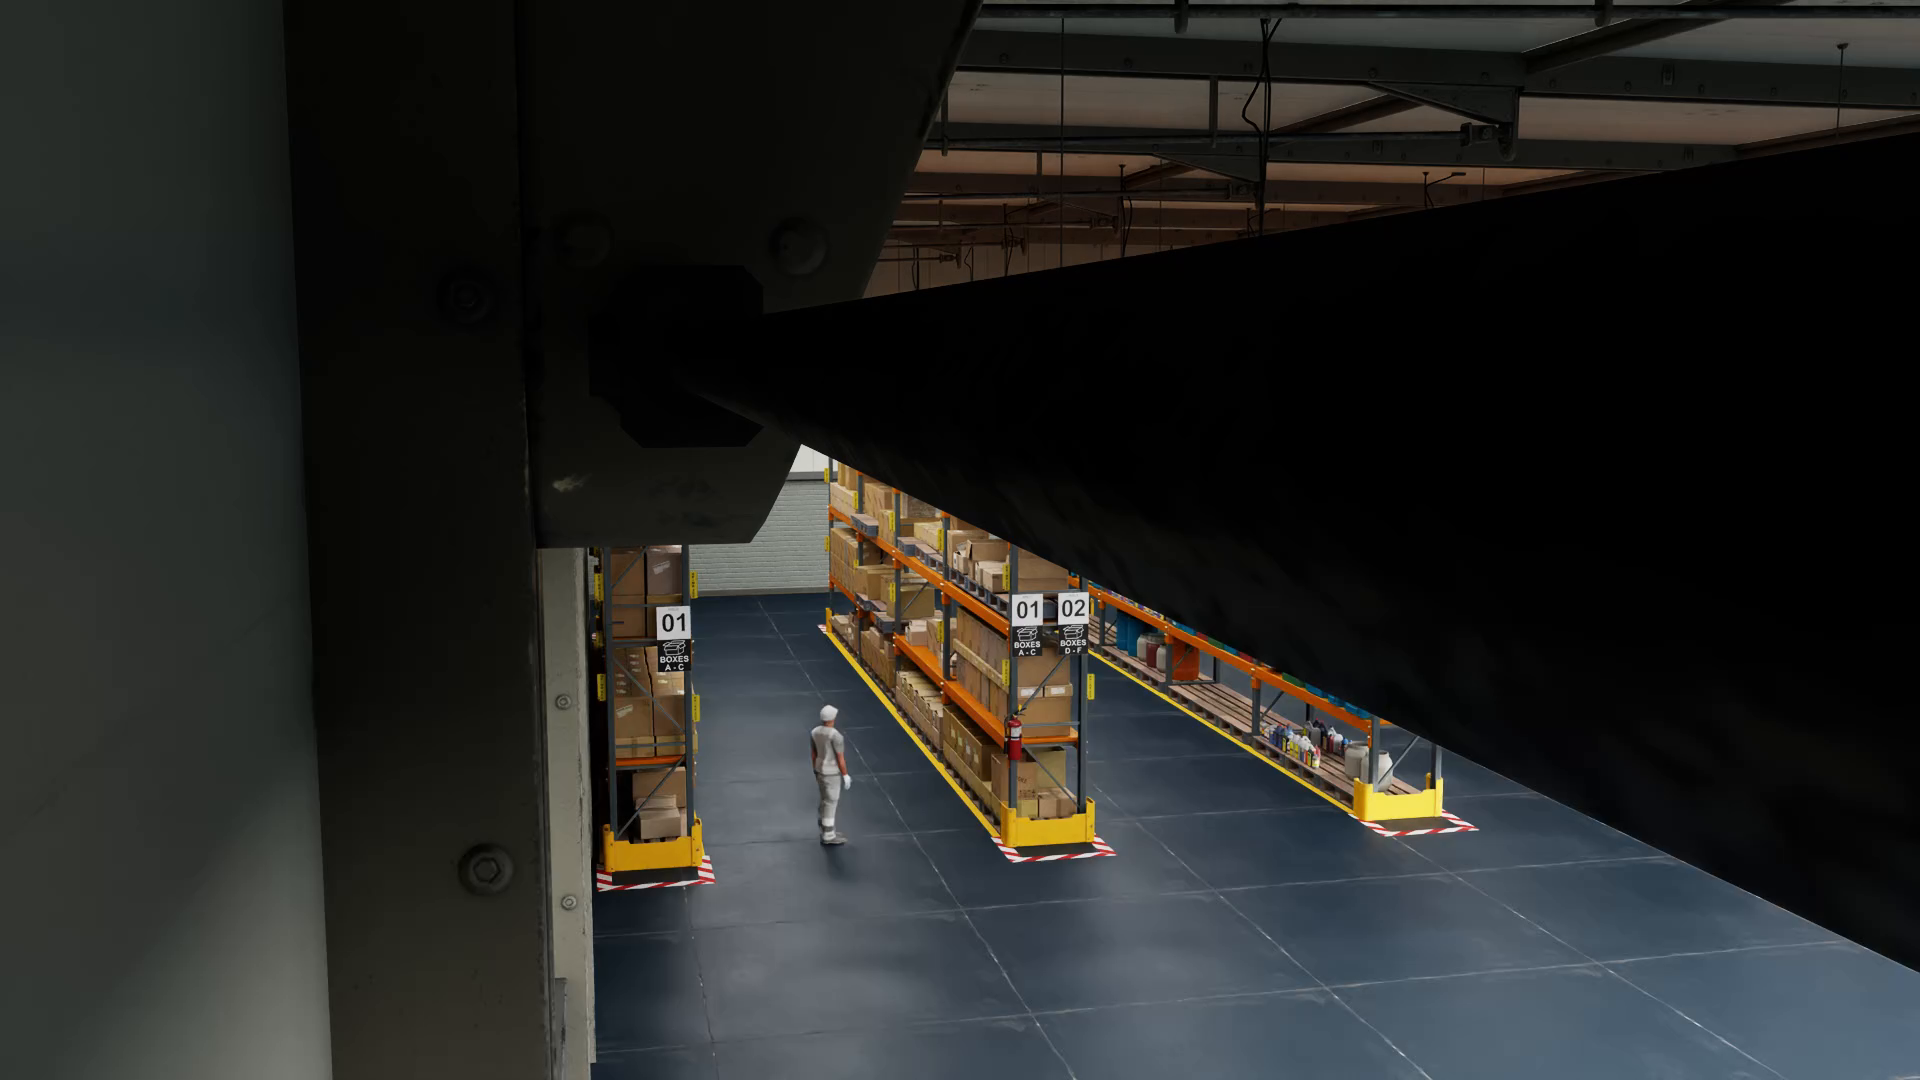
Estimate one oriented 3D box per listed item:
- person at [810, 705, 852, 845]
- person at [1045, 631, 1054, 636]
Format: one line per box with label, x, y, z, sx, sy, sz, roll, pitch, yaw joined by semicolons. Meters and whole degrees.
person;-1.637;2.958;21.073;0.466;1.794;0.620;-4;8;-29
person;1.862;1.451;34.143;0.574;1.736;0.805;-1;7;-6
